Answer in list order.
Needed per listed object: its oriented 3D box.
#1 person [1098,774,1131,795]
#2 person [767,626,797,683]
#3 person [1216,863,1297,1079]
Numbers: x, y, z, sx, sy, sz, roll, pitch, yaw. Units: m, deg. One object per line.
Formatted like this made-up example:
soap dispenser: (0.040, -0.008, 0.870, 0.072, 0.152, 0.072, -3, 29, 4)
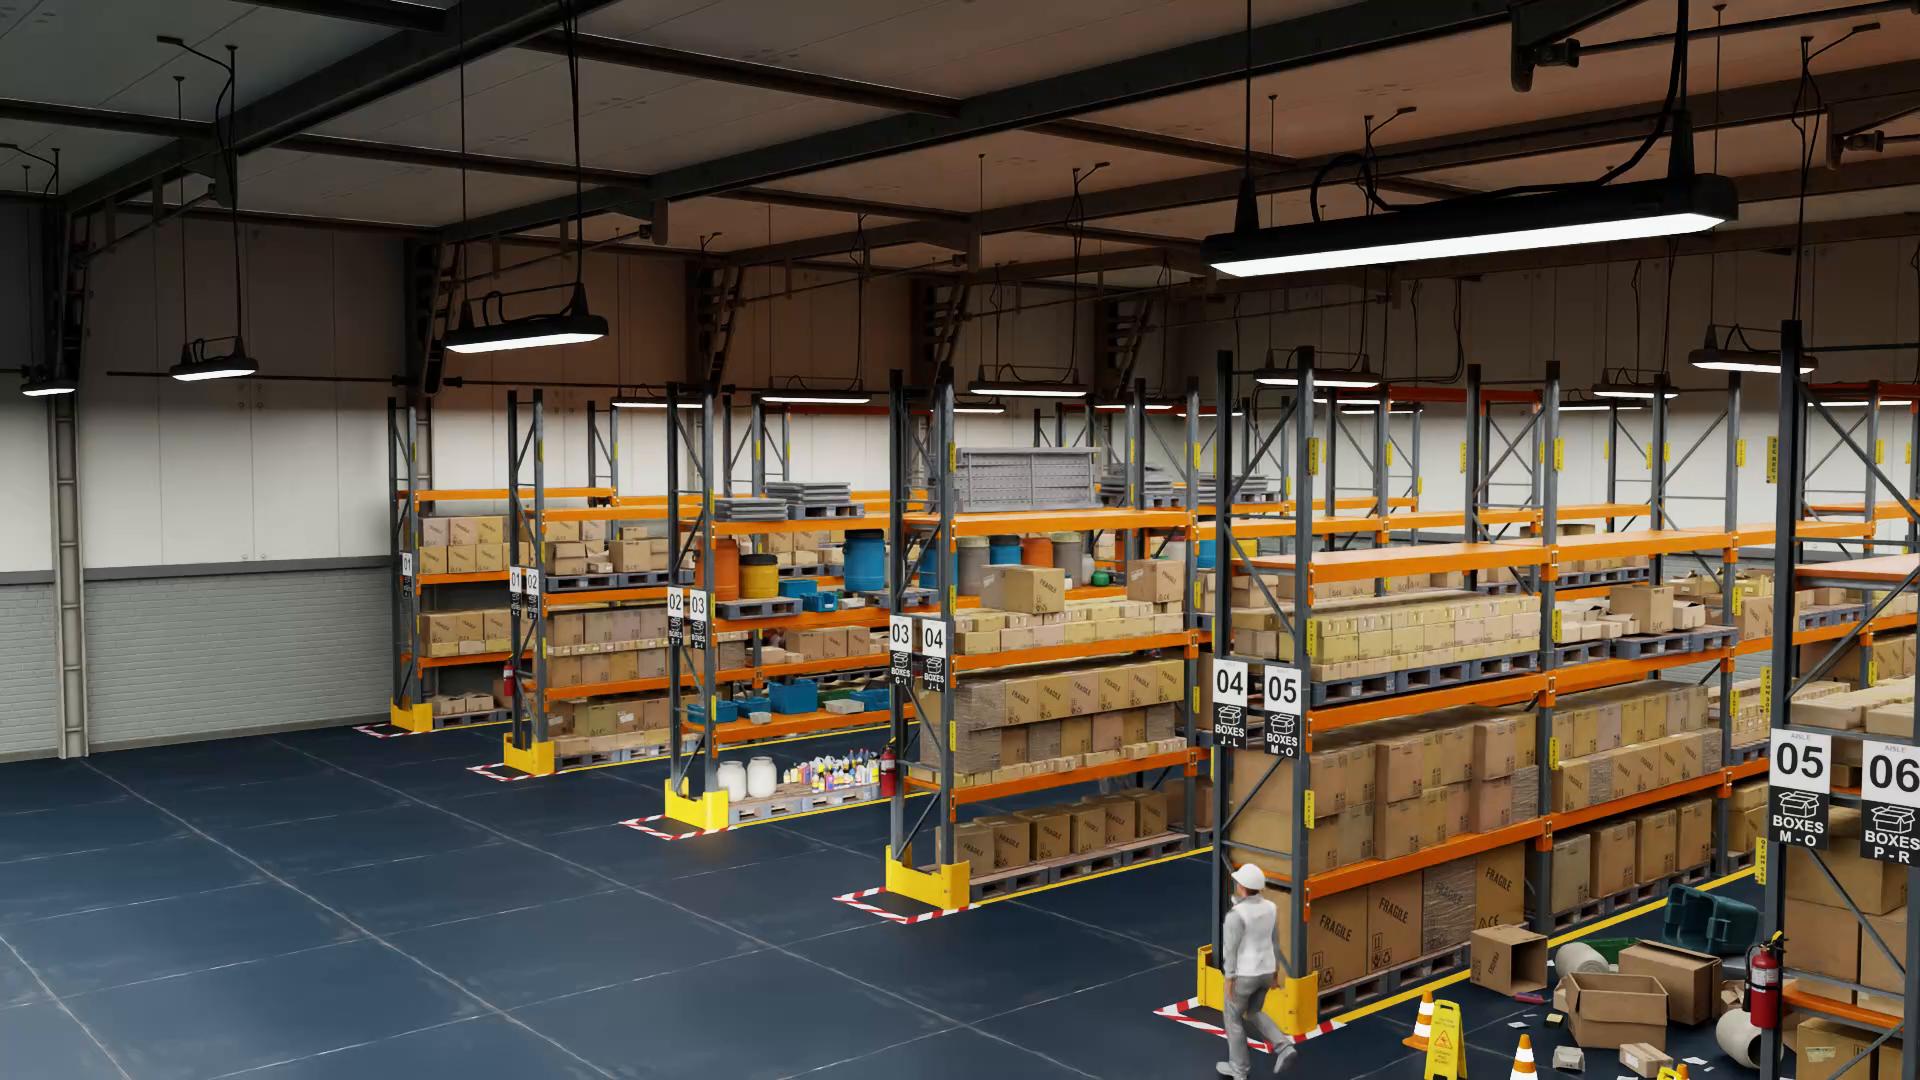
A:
person: (2.102, 2.949, 22.932, 0.585, 1.821, 0.628, -1, 4, -22)
person: (-3.463, 2.443, 31.806, 0.692, 1.768, 0.893, 2, 4, 29)
person: (2.360, 3.486, 13.384, 0.543, 1.762, 0.664, -3, 4, -41)
